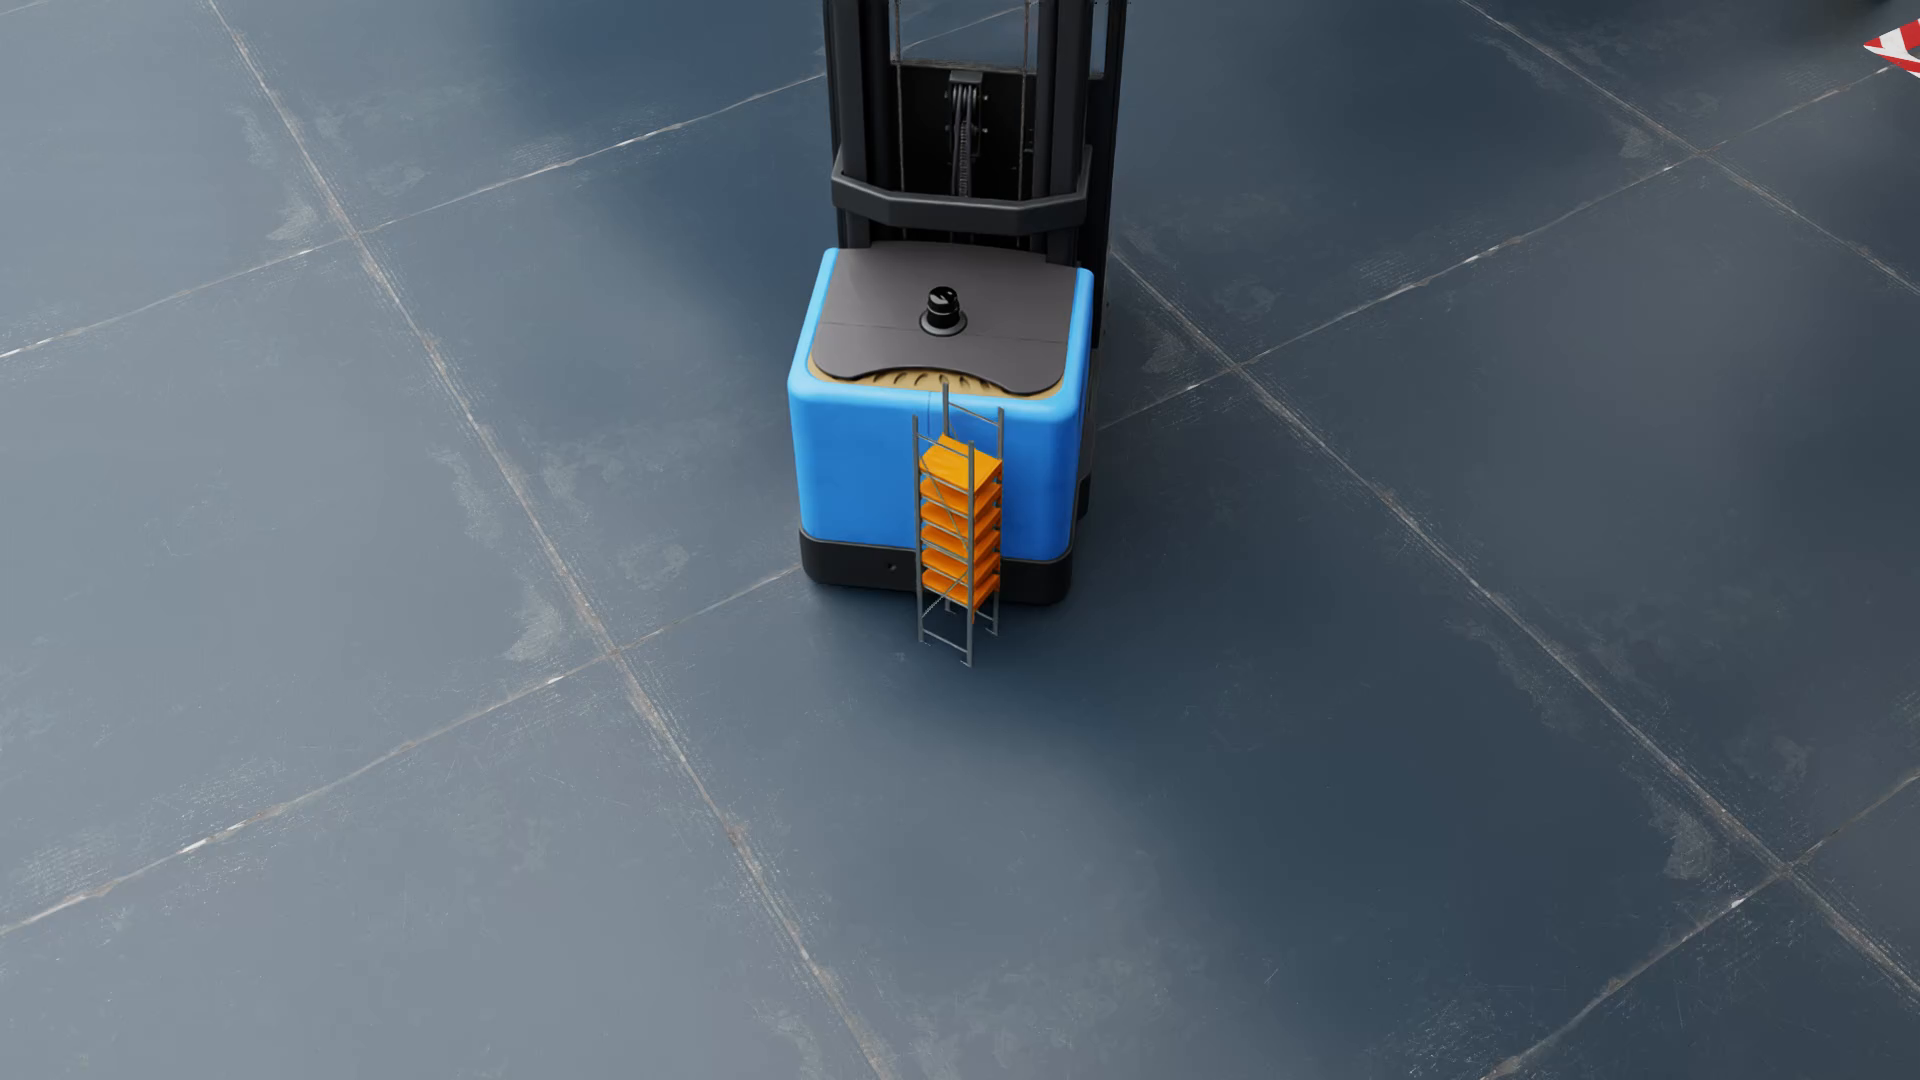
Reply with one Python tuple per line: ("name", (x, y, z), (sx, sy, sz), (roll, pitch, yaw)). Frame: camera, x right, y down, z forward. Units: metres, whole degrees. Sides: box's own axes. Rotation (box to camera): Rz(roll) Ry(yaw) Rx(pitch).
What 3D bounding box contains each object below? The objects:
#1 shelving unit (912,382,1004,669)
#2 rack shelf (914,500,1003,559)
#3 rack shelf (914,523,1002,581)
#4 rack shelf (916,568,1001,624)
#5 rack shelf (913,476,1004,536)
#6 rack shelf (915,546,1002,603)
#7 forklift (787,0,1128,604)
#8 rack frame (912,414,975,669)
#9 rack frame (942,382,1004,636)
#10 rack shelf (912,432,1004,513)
("shelving unit", (-0.006, -0.022, 5.912), (0.258, 1.200, 0.189), (26, 53, 21))
("rack shelf", (-0.006, -0.073, 5.855), (0.258, 0.103, 0.180), (26, 53, 21))
("rack shelf", (-0.006, 0.007, 5.945), (0.258, 0.103, 0.180), (26, 53, 21))
("rack shelf", (-0.006, 0.167, 6.124), (0.258, 0.103, 0.180), (26, 53, 21))
("rack shelf", (-0.006, -0.152, 5.766), (0.258, 0.103, 0.180), (26, 53, 21))
("rack shelf", (-0.006, 0.087, 6.035), (0.258, 0.103, 0.180), (26, 53, 21))
("forklift", (0.083, -1.843, 6.374), (1.130, 2.935, 3.031), (5, 49, 5))
("rack frame", (-0.055, 0.035, 5.861), (0.240, 1.200, 0.006), (26, 53, 21))
("rack frame", (0.044, -0.080, 5.963), (0.240, 1.200, 0.006), (26, 53, 21))
("rack shelf", (-0.006, -0.232, 5.676), (0.258, 0.103, 0.180), (26, 53, 21))
